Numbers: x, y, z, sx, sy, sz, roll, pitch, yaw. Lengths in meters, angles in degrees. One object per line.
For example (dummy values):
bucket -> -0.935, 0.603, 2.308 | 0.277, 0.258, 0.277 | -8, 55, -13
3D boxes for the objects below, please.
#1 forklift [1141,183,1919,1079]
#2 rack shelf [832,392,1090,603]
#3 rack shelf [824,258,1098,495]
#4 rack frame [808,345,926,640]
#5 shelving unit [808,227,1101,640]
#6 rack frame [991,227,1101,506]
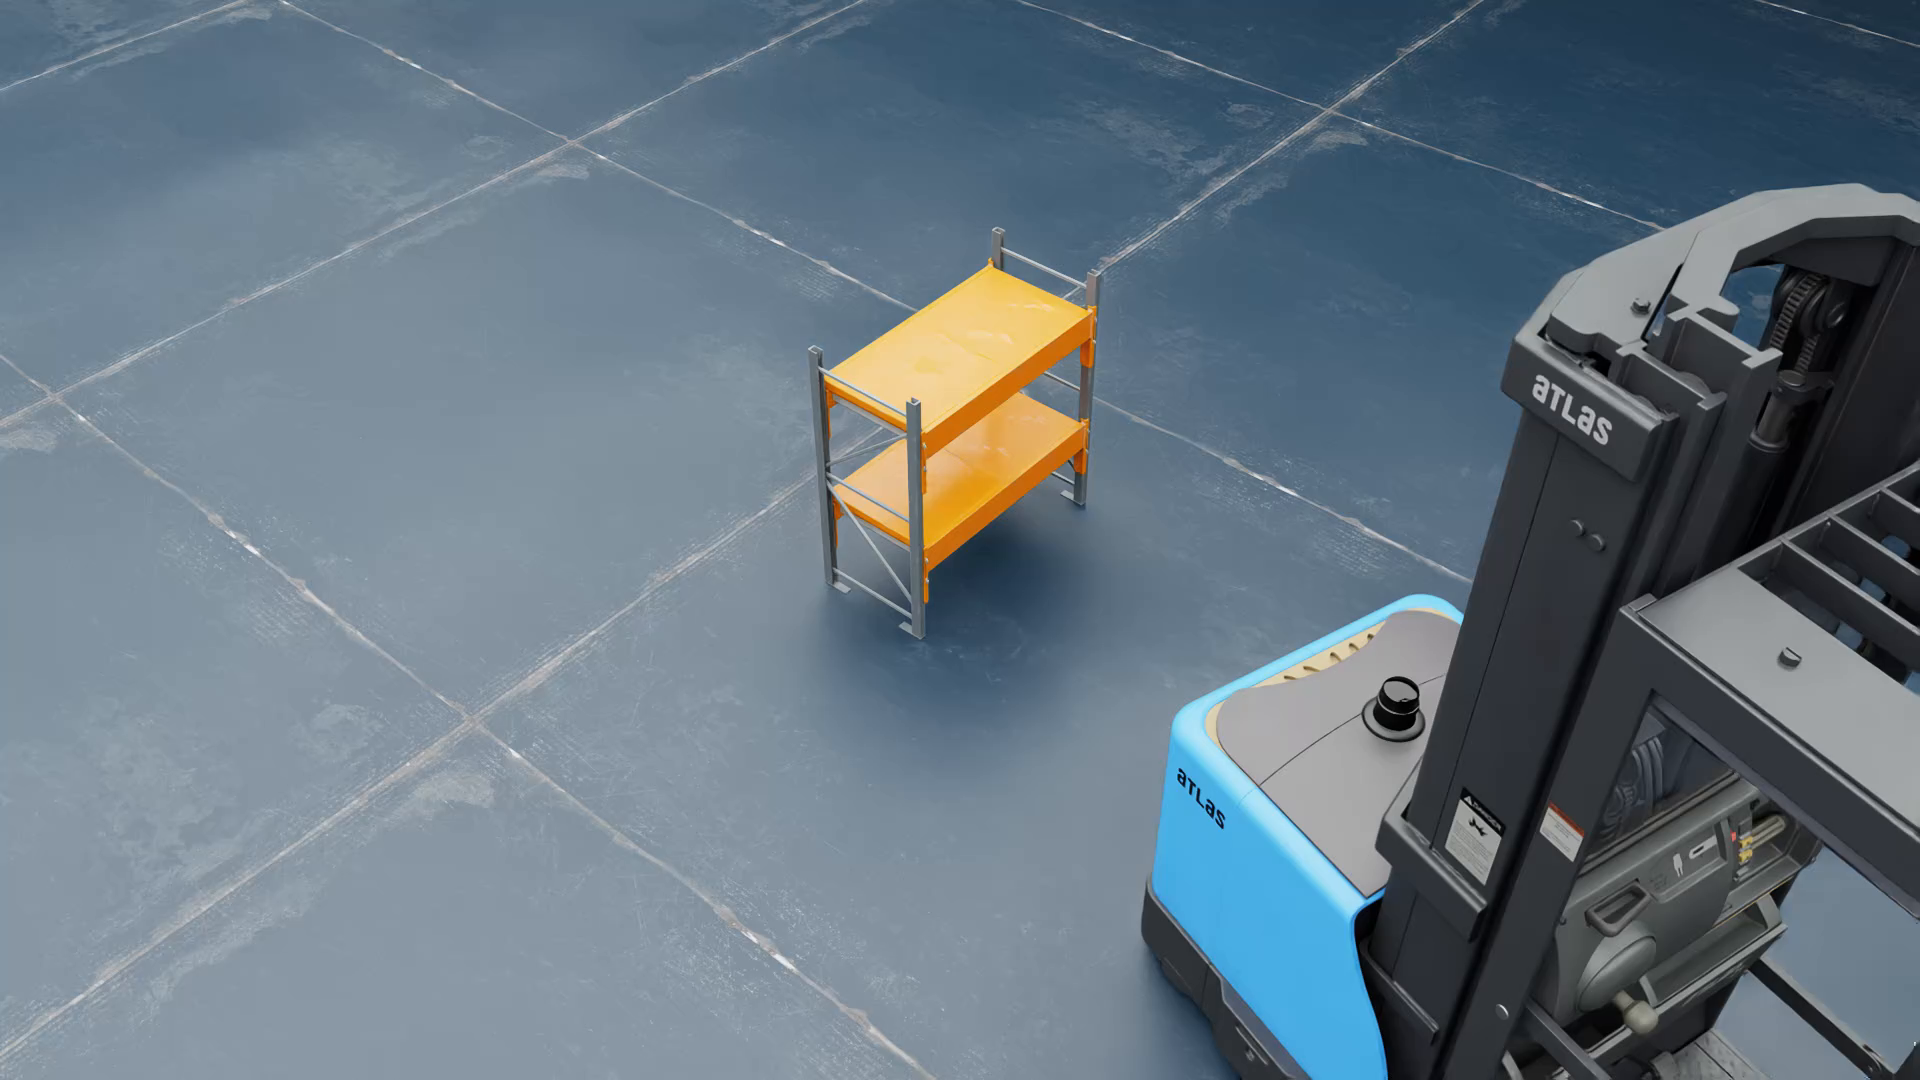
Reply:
forklift -> 1.778, 0.863, 3.622 | 1.130, 2.935, 3.031 | -23, 47, -23
rack shelf -> -0.004, -0.232, 6.532 | 0.538, 0.278, 1.000 | 29, 50, 28
rack shelf -> -0.004, -0.629, 6.171 | 0.538, 0.278, 1.000 | 29, 50, 28
rack frame -> -0.332, -0.151, 6.080 | 0.500, 1.125, 0.032 | 29, 50, 28
shelving unit -> -0.004, -0.413, 6.368 | 0.538, 1.125, 1.048 | 29, 50, 28
rack frame -> 0.323, -0.674, 6.656 | 0.500, 1.125, 0.032 | 29, 50, 28
